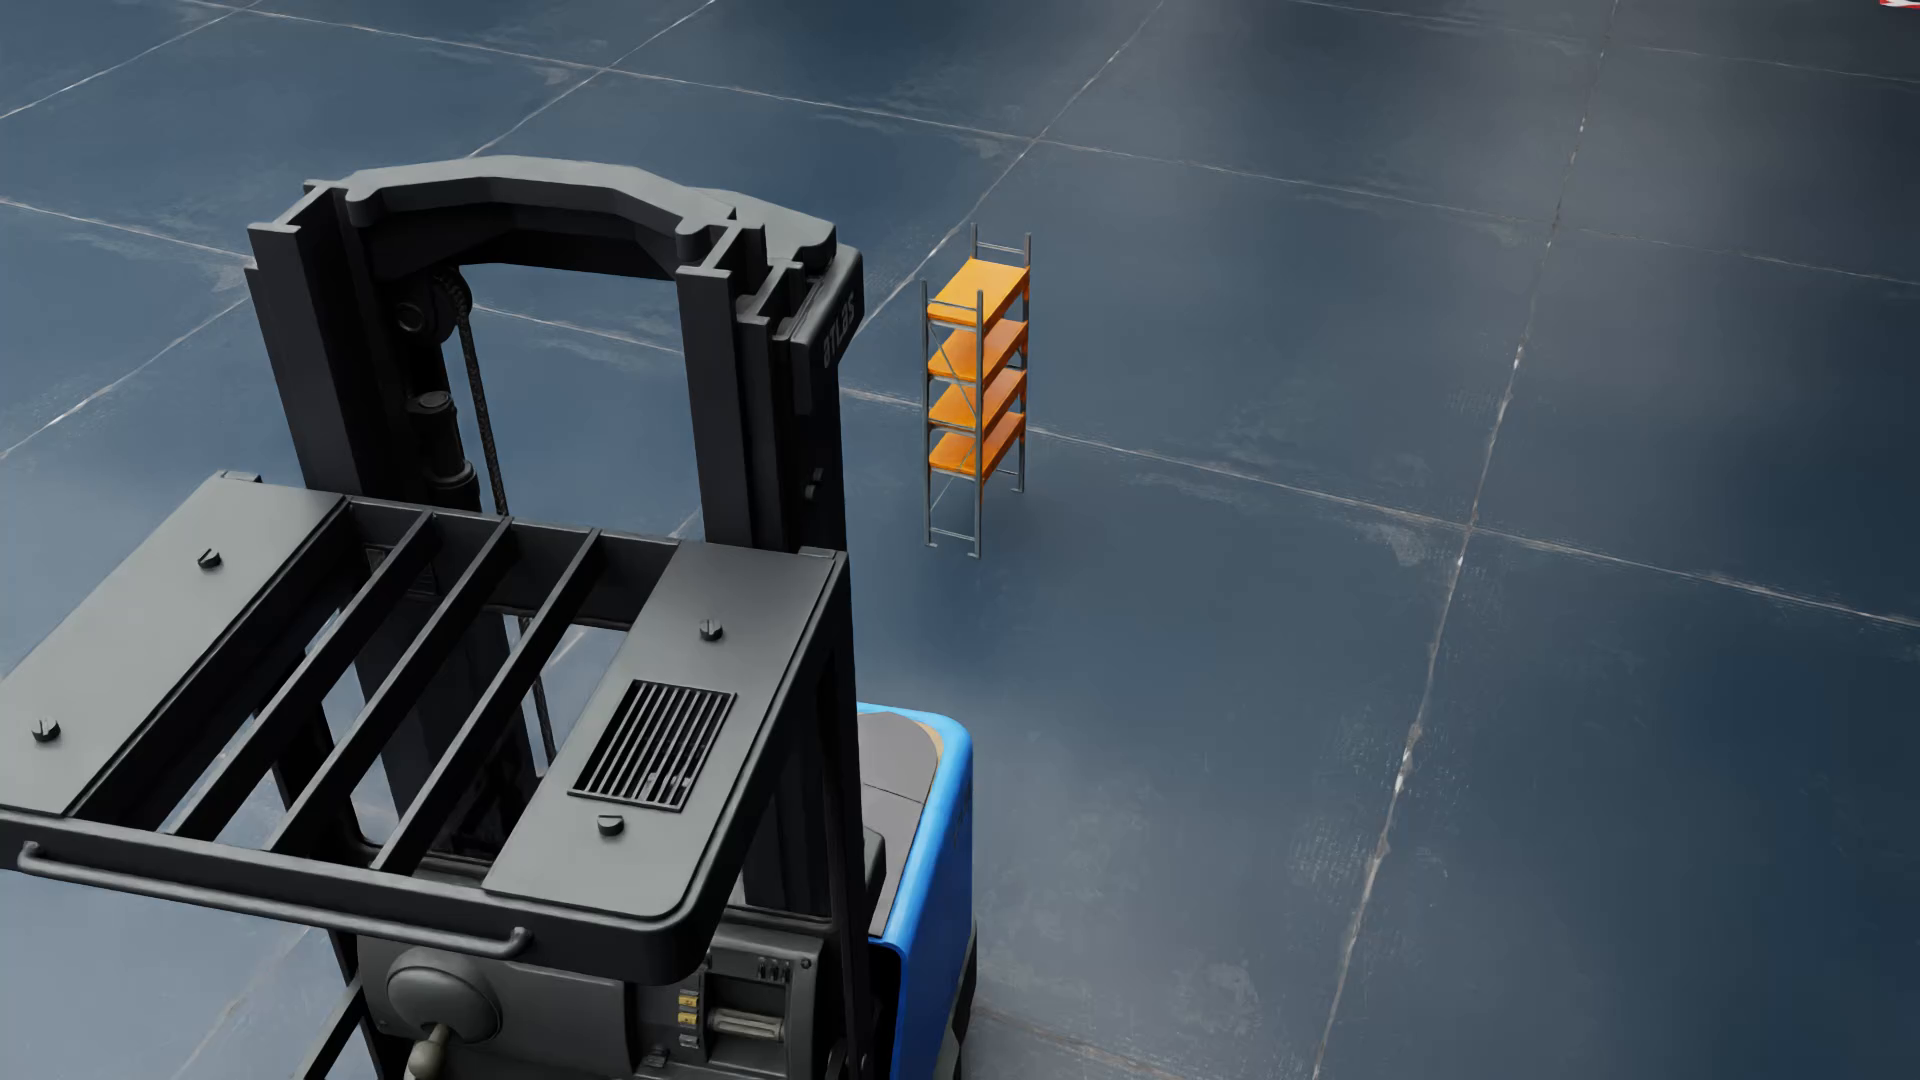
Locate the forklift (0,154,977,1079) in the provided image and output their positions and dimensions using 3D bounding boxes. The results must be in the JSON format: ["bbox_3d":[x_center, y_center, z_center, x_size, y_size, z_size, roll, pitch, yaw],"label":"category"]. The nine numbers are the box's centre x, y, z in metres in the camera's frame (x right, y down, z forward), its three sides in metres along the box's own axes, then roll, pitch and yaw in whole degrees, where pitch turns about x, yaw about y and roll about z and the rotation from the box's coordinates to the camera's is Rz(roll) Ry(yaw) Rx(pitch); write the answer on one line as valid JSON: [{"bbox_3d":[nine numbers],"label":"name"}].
[{"bbox_3d":[-0.764,0.951,3.030,1.130,2.935,3.031,7,37,10],"label":"forklift"}]

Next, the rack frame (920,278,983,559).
[{"bbox_3d":[-0.030,-0.437,6.333,0.240,1.200,0.015,14,39,18],"label":"rack frame"}]

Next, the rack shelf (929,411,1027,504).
[{"bbox_3d":[0.063,-0.359,6.673,0.258,0.148,0.480,14,39,18],"label":"rack shelf"}]

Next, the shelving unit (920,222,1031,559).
[{"bbox_3d":[0.063,-0.572,6.513,0.258,1.200,0.503,14,39,18],"label":"shelving unit"}]

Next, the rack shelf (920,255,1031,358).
[{"bbox_3d":[0.063,-0.887,6.278,0.258,0.148,0.480,14,39,18],"label":"rack shelf"}]

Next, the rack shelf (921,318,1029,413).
[{"bbox_3d":[0.063,-0.698,6.420,0.258,0.148,0.480,14,39,18],"label":"rack shelf"}]

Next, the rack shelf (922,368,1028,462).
[{"bbox_3d":[0.063,-0.518,6.554,0.258,0.148,0.480,14,39,18],"label":"rack shelf"}]

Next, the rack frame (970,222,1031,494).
[{"bbox_3d":[0.156,-0.707,6.694,0.240,1.200,0.015,14,39,18],"label":"rack frame"}]
